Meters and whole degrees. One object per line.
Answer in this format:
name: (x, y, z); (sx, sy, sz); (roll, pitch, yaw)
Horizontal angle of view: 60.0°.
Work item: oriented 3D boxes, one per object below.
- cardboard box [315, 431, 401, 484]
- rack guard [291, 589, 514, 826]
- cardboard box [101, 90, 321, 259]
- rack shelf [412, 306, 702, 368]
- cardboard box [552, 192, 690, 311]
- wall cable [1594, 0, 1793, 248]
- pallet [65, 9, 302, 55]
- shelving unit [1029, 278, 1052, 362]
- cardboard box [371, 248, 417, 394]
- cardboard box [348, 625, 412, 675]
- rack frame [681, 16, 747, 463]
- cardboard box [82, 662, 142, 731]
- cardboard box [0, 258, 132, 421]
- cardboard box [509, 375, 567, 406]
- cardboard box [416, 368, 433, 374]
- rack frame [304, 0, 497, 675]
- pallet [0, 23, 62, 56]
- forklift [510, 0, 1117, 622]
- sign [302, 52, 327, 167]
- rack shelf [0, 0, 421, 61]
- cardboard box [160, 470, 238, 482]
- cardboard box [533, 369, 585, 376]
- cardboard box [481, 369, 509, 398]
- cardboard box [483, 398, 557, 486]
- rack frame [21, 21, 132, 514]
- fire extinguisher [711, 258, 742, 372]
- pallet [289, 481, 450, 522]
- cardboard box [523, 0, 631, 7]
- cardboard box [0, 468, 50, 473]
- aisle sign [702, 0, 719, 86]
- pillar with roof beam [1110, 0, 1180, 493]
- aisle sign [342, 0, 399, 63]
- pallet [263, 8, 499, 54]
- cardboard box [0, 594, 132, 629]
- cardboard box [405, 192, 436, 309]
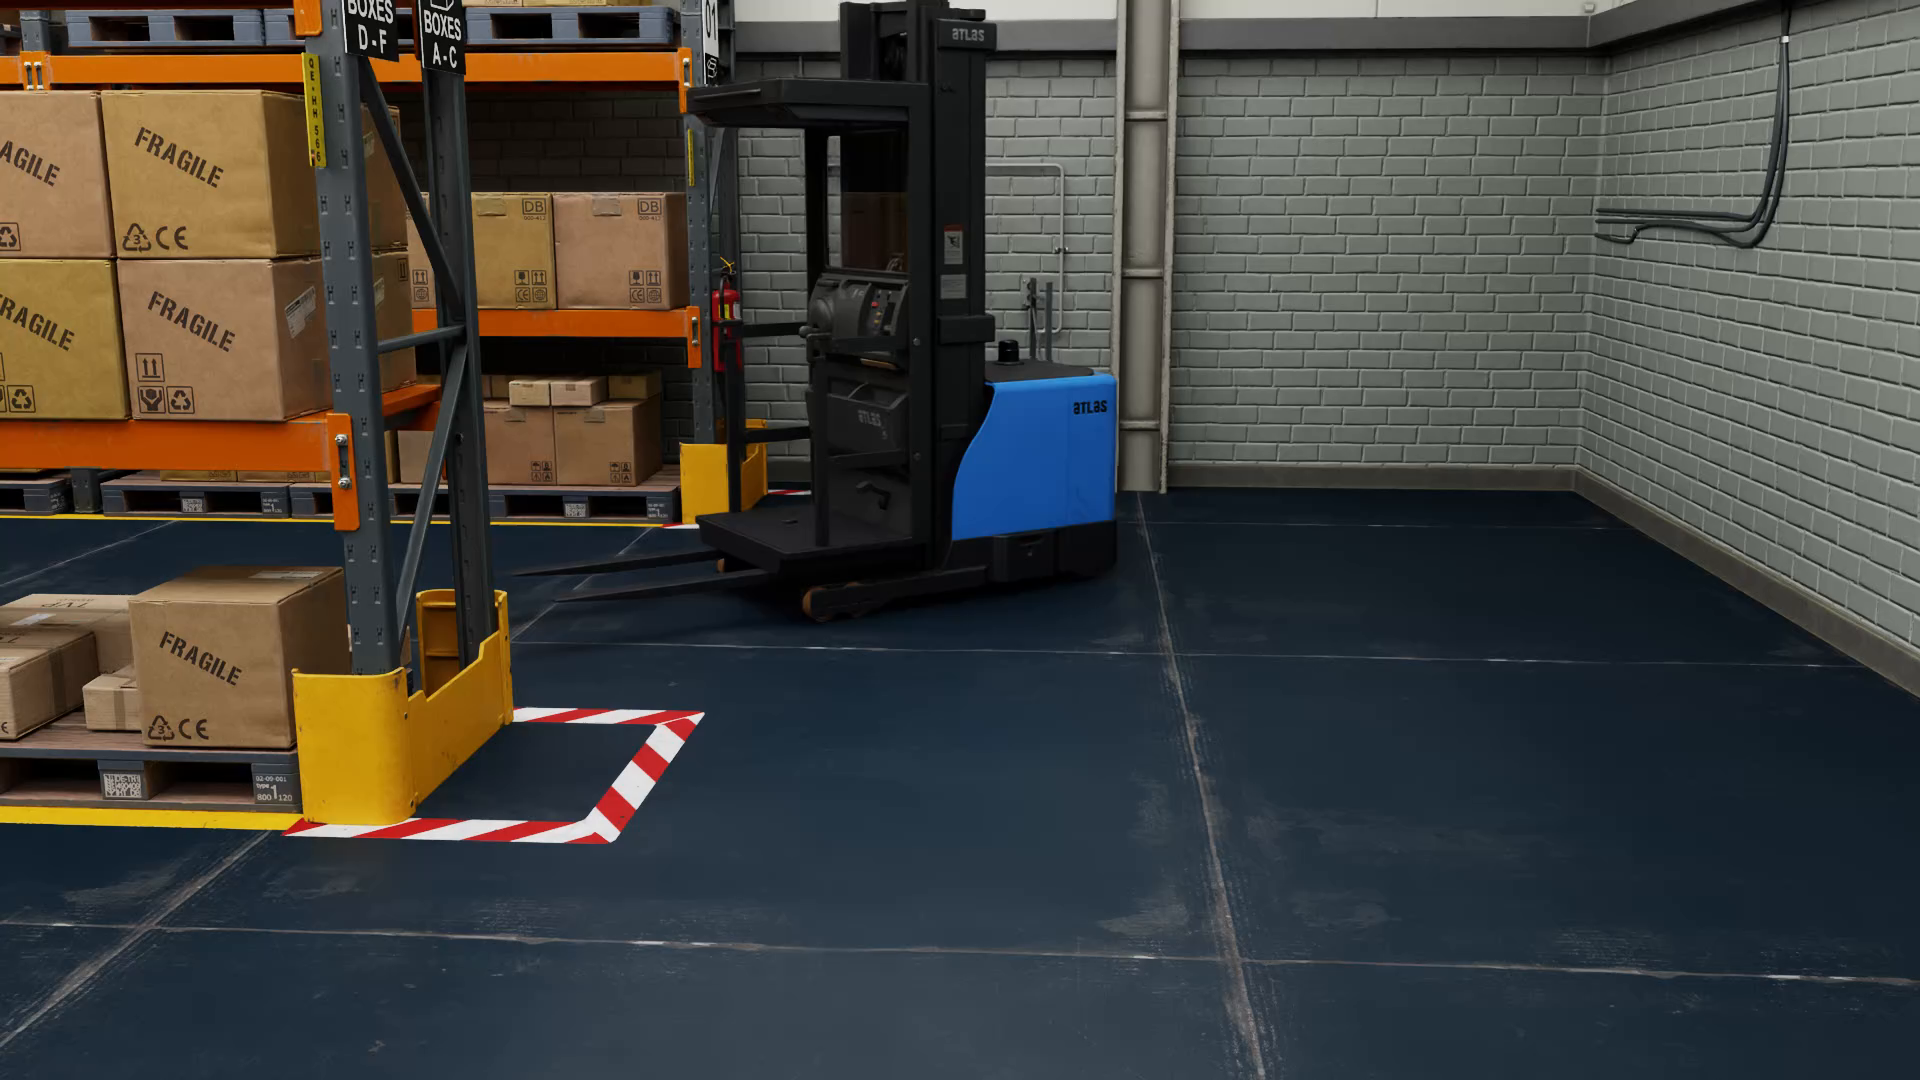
cardboard box: (-3.771, -0.669, 10.720); (0.500, 0.500, 0.700); (1, 12, 5)
rack guard: (-1.936, 0.556, 5.889); (0.348, 0.500, 1.175); (1, 12, 4)
cardboard box: (-2.322, -1.155, 5.276); (0.500, 0.500, 0.500); (1, 12, 3)
rack shelf: (-3.528, -1.354, 10.671); (4.000, 0.370, 1.077); (1, 12, 4)
cardboard box: (-2.042, -1.830, 10.459); (0.700, 0.700, 0.980); (1, 12, 6)
wall cable: (4.087, -2.945, 9.451); (0.112, 2.526, 3.097); (1, 12, 4)
pallet: (-4.708, -3.145, 10.366); (1.213, 0.211, 1.003); (1, 12, 4)
shelving unit: (-0.031, -0.762, 9.746); (1.048, 1.500, 0.538); (-2, 12, -9)
cardboard box: (-2.285, -0.775, 5.905); (0.500, 0.500, 0.500); (1, 12, 5)
cardboard box: (-2.255, 0.438, 6.238); (0.250, 0.149, 0.380); (1, 12, 4)
rack frame: (-1.533, -1.679, 10.466); (0.127, 3.000, 1.000); (1, 12, 4)
cardboard box: (-2.817, 0.524, 5.783); (0.250, 0.166, 0.380); (1, 12, 4)
cardboard box: (-2.843, -0.672, 5.412); (0.500, 0.500, 0.500); (1, 12, 4)
cardboard box: (-2.633, -0.935, 10.407); (0.250, 0.149, 0.380); (1, 12, 5)
cardboard box: (-3.617, -1.027, 10.846); (0.250, 0.149, 0.380); (1, 12, 3)
rack frame: (-1.860, -0.667, 5.628); (0.127, 3.000, 1.000); (1, 12, 4)
pallet: (-6.442, -3.110, 10.452); (1.217, 0.209, 0.805); (0, 12, 1)
forklift: (-0.689, -1.168, 8.193); (3.031, 2.935, 1.130); (-7, 14, -31)
sign: (-1.917, -1.275, 4.937); (0.005, 0.325, 0.100); (1, 12, 4)
rack shelf: (-3.855, -1.810, 5.526); (4.000, 0.370, 1.077); (1, 12, 4)
cardboard box: (-4.784, -0.684, 10.792); (0.500, 0.500, 0.700); (1, 12, 4)
cardboard box: (-2.605, -1.013, 10.780); (0.250, 0.149, 0.380); (1, 12, 4)
cardboard box: (-3.109, -1.020, 10.813); (0.250, 0.149, 0.380); (1, 12, 5)
cardboard box: (-2.737, -0.657, 10.660); (0.500, 0.500, 0.700); (1, 12, 4)
rack frame: (-5.524, -1.733, 10.728); (0.127, 3.000, 1.000); (1, 12, 4)
fire extinguisher: (-1.413, -1.362, 10.052); (0.183, 0.674, 0.296); (1, 12, 4)
pallet: (-3.550, -0.326, 10.810); (1.213, 0.211, 1.003); (1, 12, 4)
cardboard box: (-2.281, -3.284, 9.910); (0.500, 0.250, 0.500); (1, 12, 5)
cardboard box: (-6.181, -0.869, 10.821); (0.750, 0.750, 0.750); (1, 12, 4)
aisle sign: (-1.481, -2.889, 9.903); (0.004, 0.787, 0.394); (1, 12, 4)
pillar with roof beam: (0.932, -3.875, 6.316); (0.400, 9.000, 9.100); (1, 12, 4)
aisle sign: (-1.812, -1.875, 5.058); (0.004, 0.787, 0.394); (1, 12, 4)
pallet: (-3.494, -3.128, 10.284); (1.213, 0.211, 1.003); (1, 12, 4)
cardboard box: (-3.381, 0.385, 6.243); (0.500, 0.250, 0.500); (1, 12, 4)
cardboard box: (-3.529, -1.850, 10.555); (0.700, 0.700, 0.980); (0, 12, 1)
